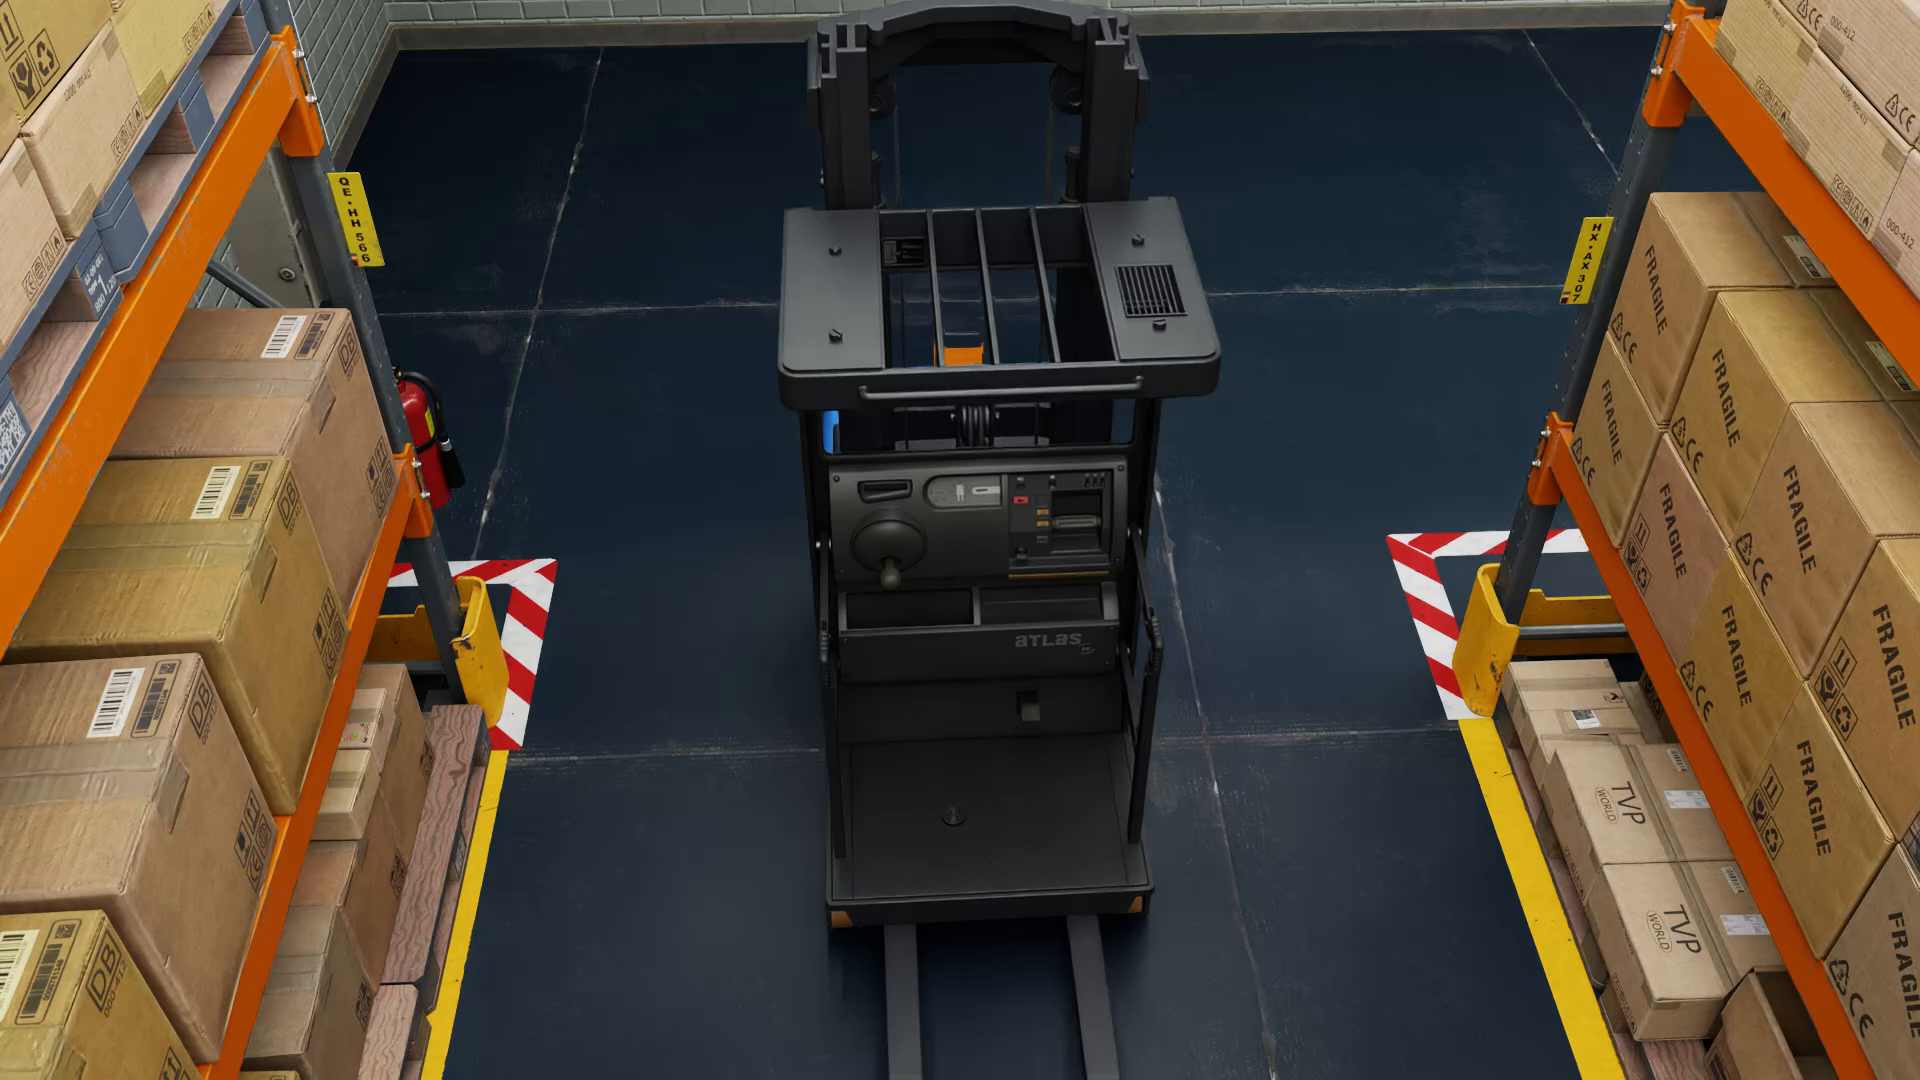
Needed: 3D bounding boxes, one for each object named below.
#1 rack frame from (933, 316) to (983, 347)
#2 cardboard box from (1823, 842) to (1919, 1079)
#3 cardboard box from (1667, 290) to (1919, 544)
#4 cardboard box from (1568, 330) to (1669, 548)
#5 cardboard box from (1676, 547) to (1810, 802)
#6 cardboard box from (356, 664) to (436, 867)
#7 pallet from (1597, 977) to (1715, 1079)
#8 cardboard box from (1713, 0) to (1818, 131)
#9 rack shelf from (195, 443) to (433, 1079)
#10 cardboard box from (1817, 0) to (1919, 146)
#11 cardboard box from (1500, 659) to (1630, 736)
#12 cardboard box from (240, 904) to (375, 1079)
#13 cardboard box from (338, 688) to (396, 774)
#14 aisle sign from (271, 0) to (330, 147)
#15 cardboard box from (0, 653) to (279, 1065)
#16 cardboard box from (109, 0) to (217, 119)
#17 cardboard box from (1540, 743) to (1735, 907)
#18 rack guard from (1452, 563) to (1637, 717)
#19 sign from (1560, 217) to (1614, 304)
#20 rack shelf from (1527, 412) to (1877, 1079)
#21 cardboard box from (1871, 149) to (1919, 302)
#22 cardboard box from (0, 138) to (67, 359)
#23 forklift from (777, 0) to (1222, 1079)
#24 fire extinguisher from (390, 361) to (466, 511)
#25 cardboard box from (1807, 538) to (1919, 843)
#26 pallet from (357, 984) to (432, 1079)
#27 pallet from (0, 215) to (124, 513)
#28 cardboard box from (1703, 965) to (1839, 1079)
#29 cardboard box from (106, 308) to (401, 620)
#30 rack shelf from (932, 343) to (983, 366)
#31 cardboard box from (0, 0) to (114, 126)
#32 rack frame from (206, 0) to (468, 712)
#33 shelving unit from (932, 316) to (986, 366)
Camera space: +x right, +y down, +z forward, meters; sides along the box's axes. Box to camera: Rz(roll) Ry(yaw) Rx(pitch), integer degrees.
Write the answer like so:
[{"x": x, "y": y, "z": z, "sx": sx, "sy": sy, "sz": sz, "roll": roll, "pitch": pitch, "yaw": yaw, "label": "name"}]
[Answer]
[{"x": -0.007, "y": -0.506, "z": 7.025, "sx": 0.200, "sy": 1.050, "sz": 0.008, "roll": -2, "pitch": 43, "yaw": -2, "label": "rack frame"}, {"x": 2.413, "y": 1.042, "z": 3.819, "sx": 0.500, "sy": 0.500, "sz": 0.500, "roll": -1, "pitch": 43, "yaw": -1, "label": "cardboard box"}, {"x": 2.353, "y": -0.342, "z": 4.589, "sx": 0.500, "sy": 0.500, "sz": 0.500, "roll": -1, "pitch": 43, "yaw": -1, "label": "cardboard box"}, {"x": 2.323, "y": -0.326, "z": 5.312, "sx": 0.500, "sy": 0.500, "sz": 0.500, "roll": -1, "pitch": 43, "yaw": -1, "label": "cardboard box"}, {"x": 2.369, "y": 0.361, "z": 4.562, "sx": 0.500, "sy": 0.500, "sz": 0.500, "roll": -2, "pitch": 43, "yaw": -2, "label": "cardboard box"}, {"x": -2.252, "y": 0.785, "z": 5.713, "sx": 0.700, "sy": 0.500, "sz": 0.500, "roll": -2, "pitch": 43, "yaw": -2, "label": "cardboard box"}, {"x": 2.654, "y": 1.843, "z": 5.083, "sx": 1.003, "sy": 0.211, "sz": 1.213, "roll": -2, "pitch": 43, "yaw": -2, "label": "pallet"}, {"x": 2.335, "y": -1.293, "z": 4.331, "sx": 0.500, "sy": 0.250, "sz": 0.500, "roll": -2, "pitch": 43, "yaw": -2, "label": "cardboard box"}, {"x": -2.296, "y": 1.164, "z": 4.293, "sx": 1.077, "sy": 0.370, "sz": 4.000, "roll": -2, "pitch": 43, "yaw": -2, "label": "rack shelf"}, {"x": 2.344, "y": -1.139, "z": 3.794, "sx": 0.500, "sy": 0.250, "sz": 0.500, "roll": -2, "pitch": 43, "yaw": -2, "label": "cardboard box"}, {"x": 2.242, "y": 0.585, "z": 6.176, "sx": 0.380, "sy": 0.149, "sz": 0.250, "roll": -2, "pitch": 43, "yaw": -2, "label": "cardboard box"}, {"x": -2.208, "y": 1.462, "z": 4.974, "sx": 0.700, "sy": 0.500, "sz": 0.500, "roll": -3, "pitch": 43, "yaw": -3, "label": "cardboard box"}, {"x": -2.064, "y": 0.627, "z": 5.405, "sx": 0.380, "sy": 0.149, "sz": 0.250, "roll": -2, "pitch": 43, "yaw": -2, "label": "cardboard box"}, {"x": -2.085, "y": -1.467, "z": 4.707, "sx": 0.394, "sy": 0.787, "sz": 0.004, "roll": -2, "pitch": 43, "yaw": -2, "label": "aisle sign"}, {"x": -2.285, "y": 0.788, "z": 3.949, "sx": 0.980, "sy": 0.700, "sz": 0.700, "roll": -4, "pitch": 43, "yaw": -4, "label": "cardboard box"}, {"x": -2.085, "y": -1.207, "z": 3.853, "sx": 0.500, "sy": 0.250, "sz": 0.500, "roll": 0, "pitch": 43, "yaw": 0, "label": "cardboard box"}, {"x": 2.329, "y": 0.968, "z": 5.683, "sx": 0.500, "sy": 0.250, "sz": 0.500, "roll": -2, "pitch": 43, "yaw": -2, "label": "cardboard box"}, {"x": 2.571, "y": 0.377, "z": 6.469, "sx": 1.175, "sy": 0.500, "sz": 0.348, "roll": -2, "pitch": 43, "yaw": -2, "label": "rack guard"}, {"x": 2.026, "y": -0.900, "z": 5.371, "sx": 0.100, "sy": 0.325, "sz": 0.005, "roll": -2, "pitch": 43, "yaw": -2, "label": "sign"}, {"x": 2.653, "y": 1.019, "z": 4.451, "sx": 1.077, "sy": 0.370, "sz": 4.000, "roll": -2, "pitch": 43, "yaw": -2, "label": "rack shelf"}, {"x": 2.367, "y": -0.617, "z": 3.595, "sx": 0.500, "sy": 0.250, "sz": 0.500, "roll": -2, "pitch": 43, "yaw": -2, "label": "cardboard box"}, {"x": -2.035, "y": -0.504, "z": 3.087, "sx": 0.500, "sy": 0.250, "sz": 0.500, "roll": -3, "pitch": 43, "yaw": -3, "label": "cardboard box"}, {"x": 0.075, "y": 0.031, "z": 5.047, "sx": 1.130, "sy": 2.935, "sz": 3.031, "roll": -2, "pitch": 43, "yaw": -3, "label": "forklift"}, {"x": -1.927, "y": -0.401, "z": 5.800, "sx": 0.296, "sy": 0.674, "sz": 0.183, "roll": -2, "pitch": 43, "yaw": -2, "label": "fire extinguisher"}, {"x": 2.392, "y": 0.339, "z": 3.846, "sx": 0.500, "sy": 0.500, "sz": 0.500, "roll": -2, "pitch": 43, "yaw": -2, "label": "cardboard box"}, {"x": -2.220, "y": 1.936, "z": 4.982, "sx": 1.003, "sy": 0.211, "sz": 1.213, "roll": -2, "pitch": 43, "yaw": -2, "label": "pallet"}, {"x": -2.285, "y": -0.199, "z": 3.092, "sx": 1.003, "sy": 0.211, "sz": 1.213, "roll": -2, "pitch": 43, "yaw": -2, "label": "pallet"}, {"x": 2.653, "y": 1.594, "z": 4.813, "sx": 0.797, "sy": 0.503, "sz": 0.637, "roll": -2, "pitch": 43, "yaw": -2, "label": "cardboard box"}, {"x": -2.350, "y": -0.218, "z": 5.046, "sx": 0.980, "sy": 0.700, "sz": 0.700, "roll": 0, "pitch": 43, "yaw": 0, "label": "cardboard box"}, {"x": -0.002, "y": -0.625, "z": 6.750, "sx": 0.215, "sy": 0.259, "sz": 0.240, "roll": -2, "pitch": 43, "yaw": -2, "label": "rack shelf"}, {"x": -2.067, "y": -1.146, "z": 3.231, "sx": 0.500, "sy": 0.500, "sz": 0.500, "roll": 0, "pitch": 43, "yaw": -1, "label": "cardboard box"}, {"x": -2.381, "y": -0.452, "z": 5.523, "sx": 1.000, "sy": 3.000, "sz": 0.127, "roll": -2, "pitch": 43, "yaw": -2, "label": "rack frame"}, {"x": -0.002, "y": -0.423, "z": 6.935, "sx": 0.215, "sy": 1.050, "sz": 0.252, "roll": -2, "pitch": 43, "yaw": -2, "label": "shelving unit"}]
